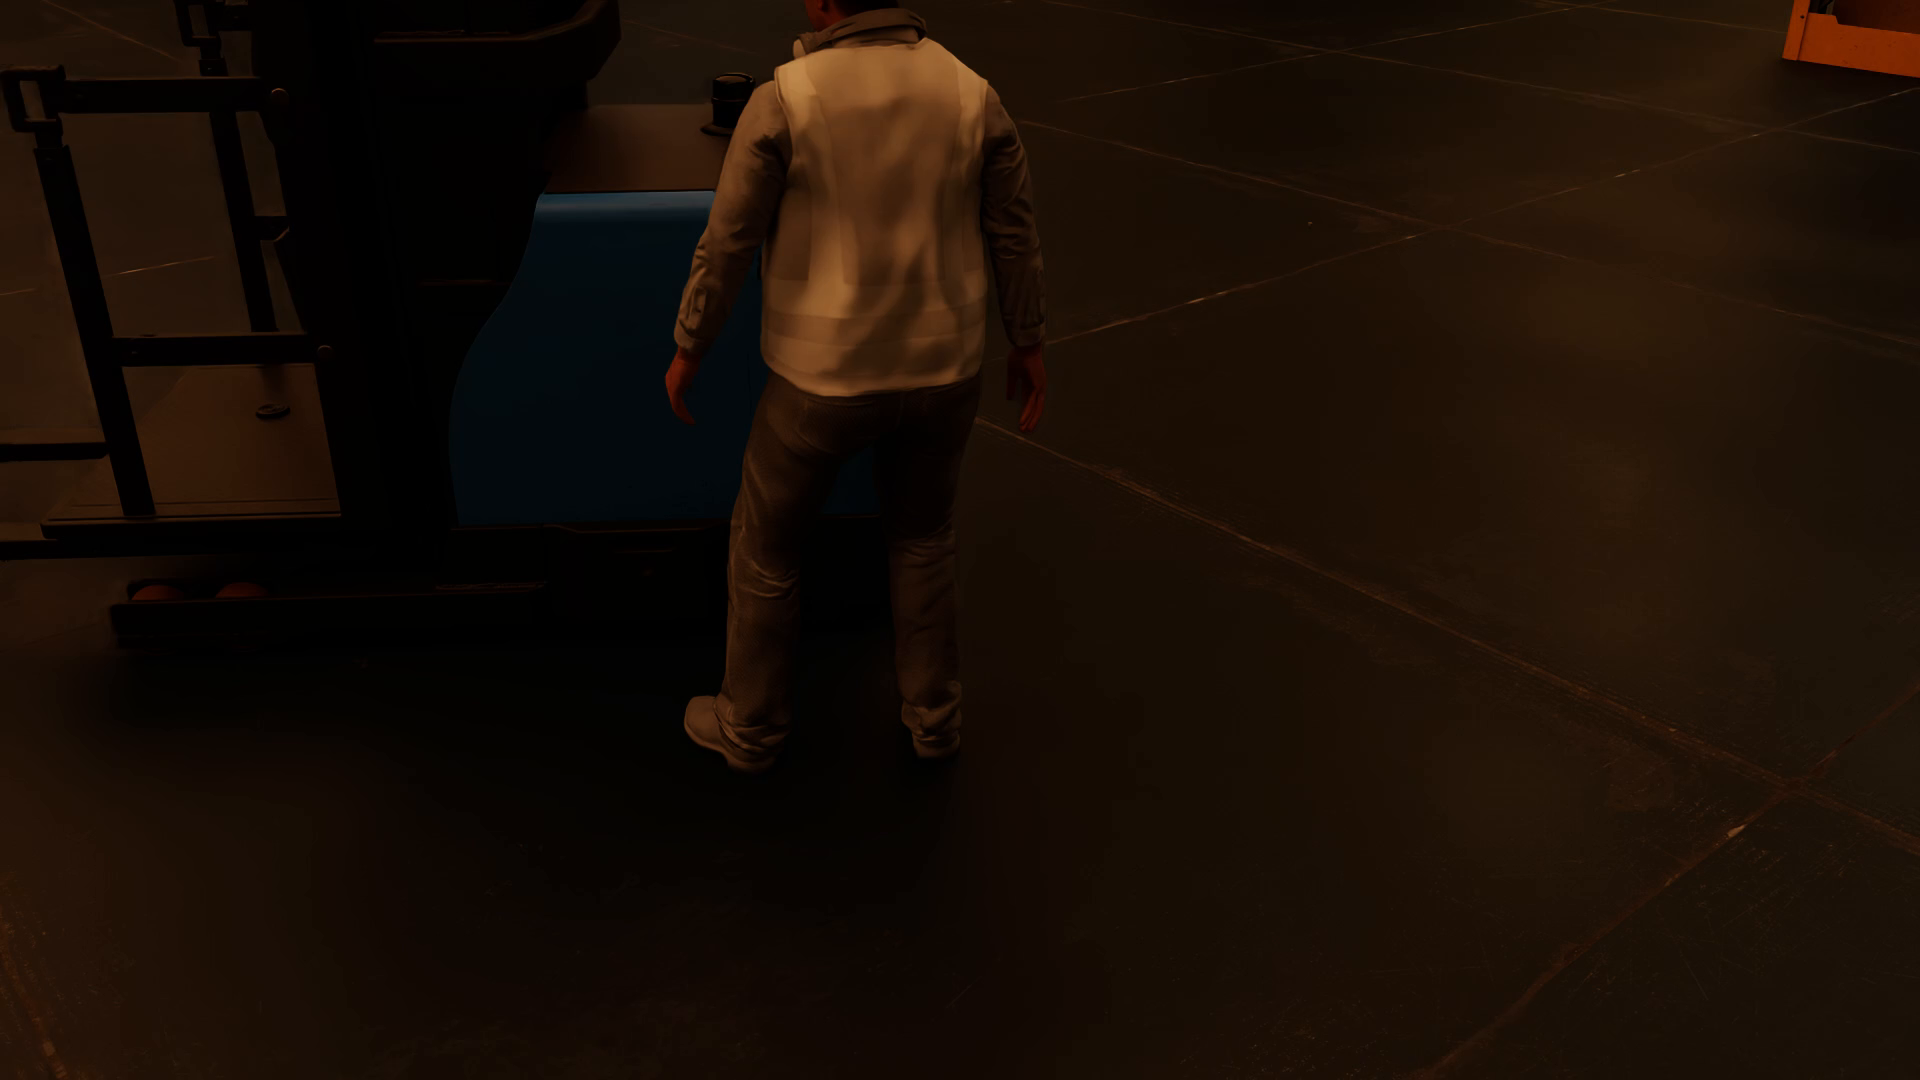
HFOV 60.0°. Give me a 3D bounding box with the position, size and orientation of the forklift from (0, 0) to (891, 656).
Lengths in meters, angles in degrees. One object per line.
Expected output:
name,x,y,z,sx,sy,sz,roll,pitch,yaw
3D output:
forklift,-1.651,-1.280,3.784,3.031,2.935,1.130,-2,26,-3

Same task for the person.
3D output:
person,-0.198,-0.365,3.270,0.763,1.748,0.420,-10,28,-19
